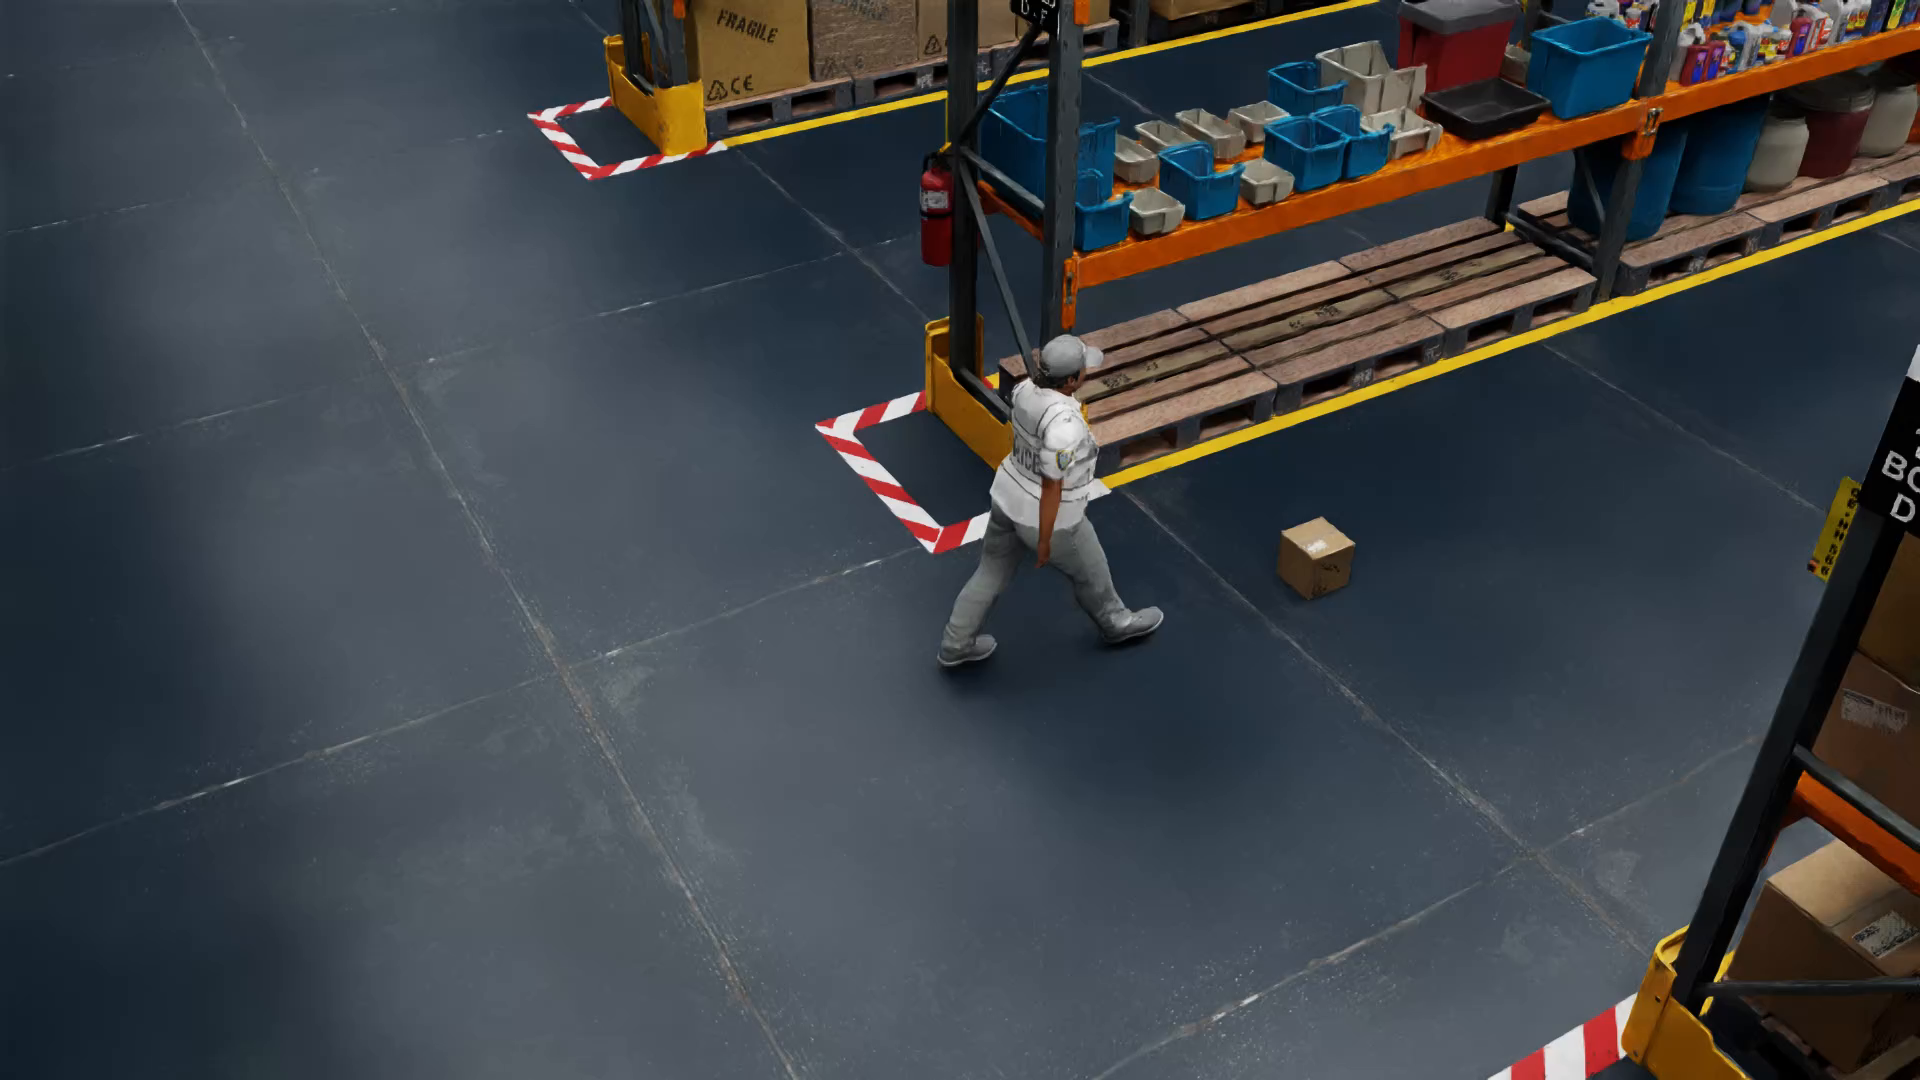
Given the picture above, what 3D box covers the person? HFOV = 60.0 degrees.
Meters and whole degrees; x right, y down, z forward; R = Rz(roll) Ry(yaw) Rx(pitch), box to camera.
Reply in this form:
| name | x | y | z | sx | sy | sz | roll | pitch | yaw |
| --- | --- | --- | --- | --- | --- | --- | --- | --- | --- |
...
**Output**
| name | x | y | z | sx | sy | sz | roll | pitch | yaw |
| --- | --- | --- | --- | --- | --- | --- | --- | --- | --- |
| person | 0.391 | -0.177 | 7.169 | 1.046 | 1.586 | 0.487 | -18 | 41 | -22 |
